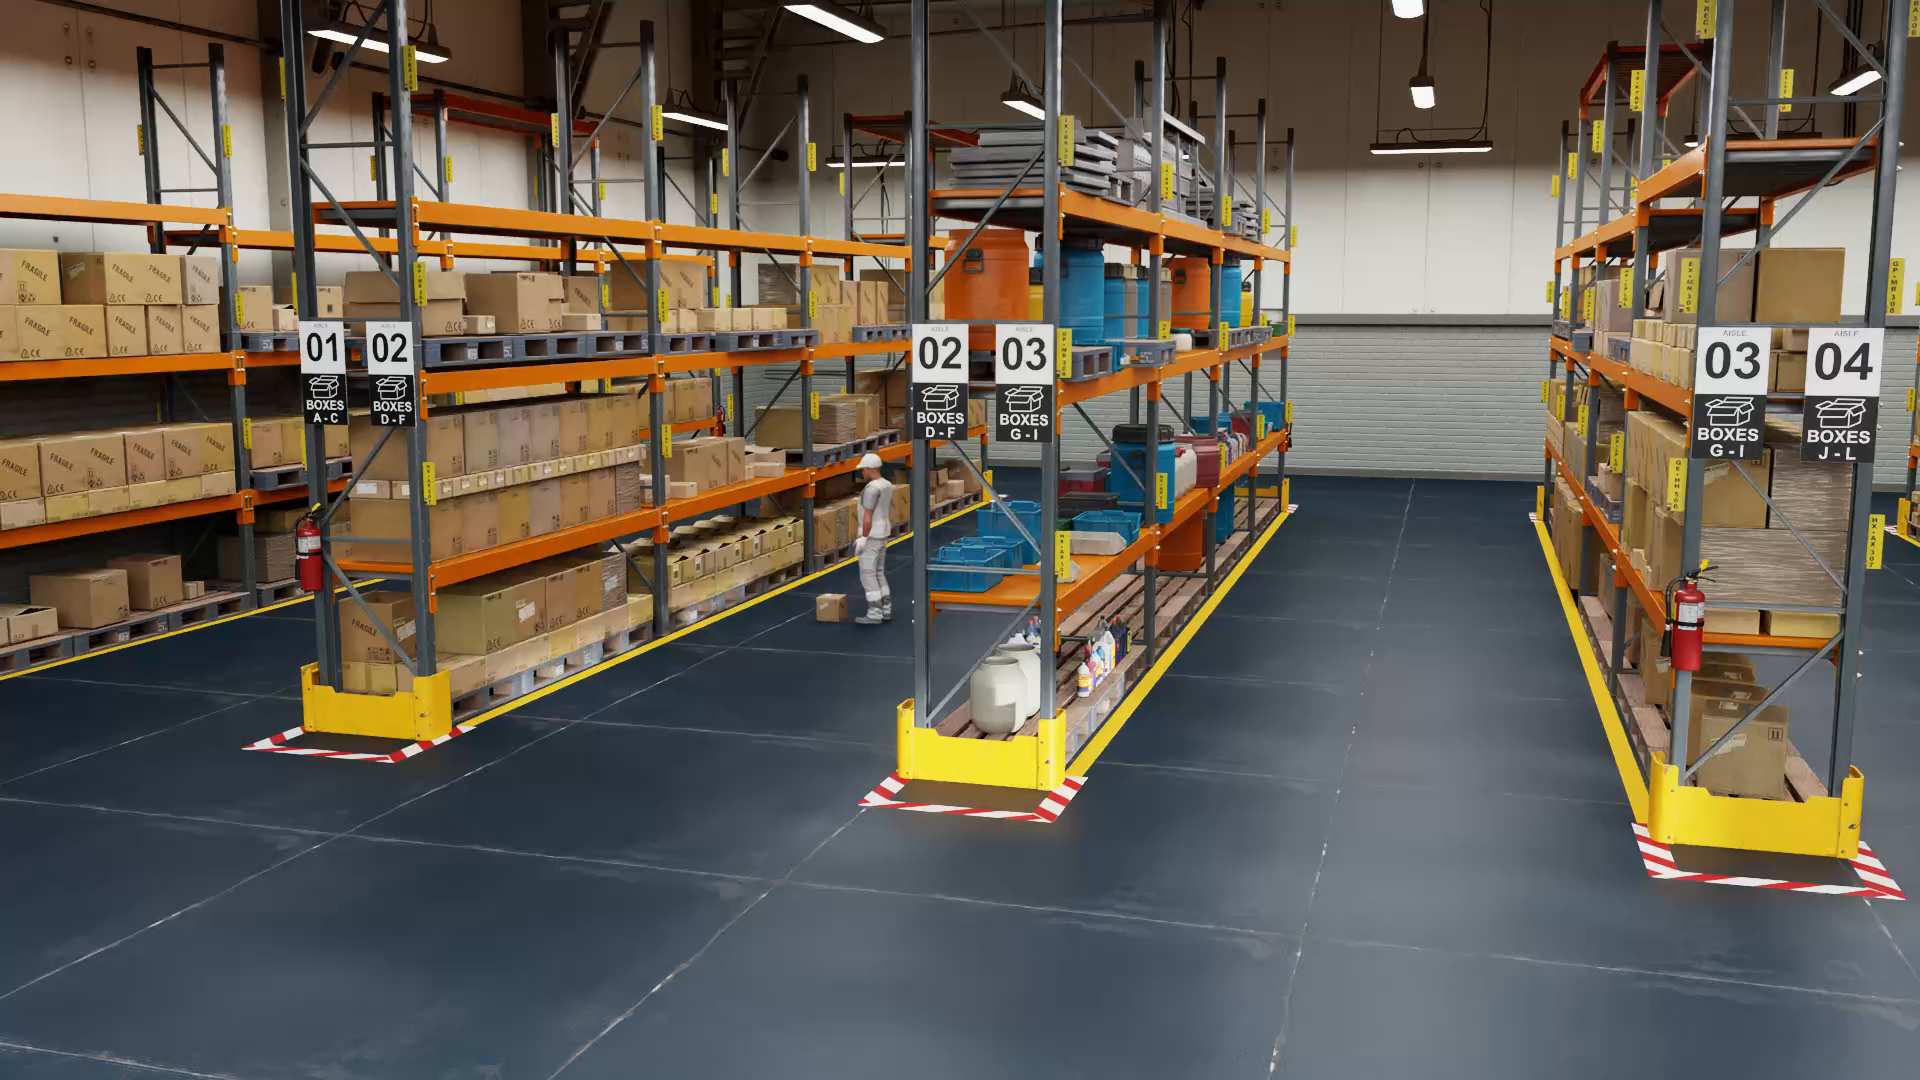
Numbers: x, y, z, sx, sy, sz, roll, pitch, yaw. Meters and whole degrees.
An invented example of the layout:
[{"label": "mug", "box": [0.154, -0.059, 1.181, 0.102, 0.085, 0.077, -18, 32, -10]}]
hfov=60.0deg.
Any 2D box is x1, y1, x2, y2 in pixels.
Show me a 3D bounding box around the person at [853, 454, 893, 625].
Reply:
[{"label": "person", "box": [-0.908, -0.013, 17.376, 0.351, 1.781, 0.528, 3, 9, 17]}]
